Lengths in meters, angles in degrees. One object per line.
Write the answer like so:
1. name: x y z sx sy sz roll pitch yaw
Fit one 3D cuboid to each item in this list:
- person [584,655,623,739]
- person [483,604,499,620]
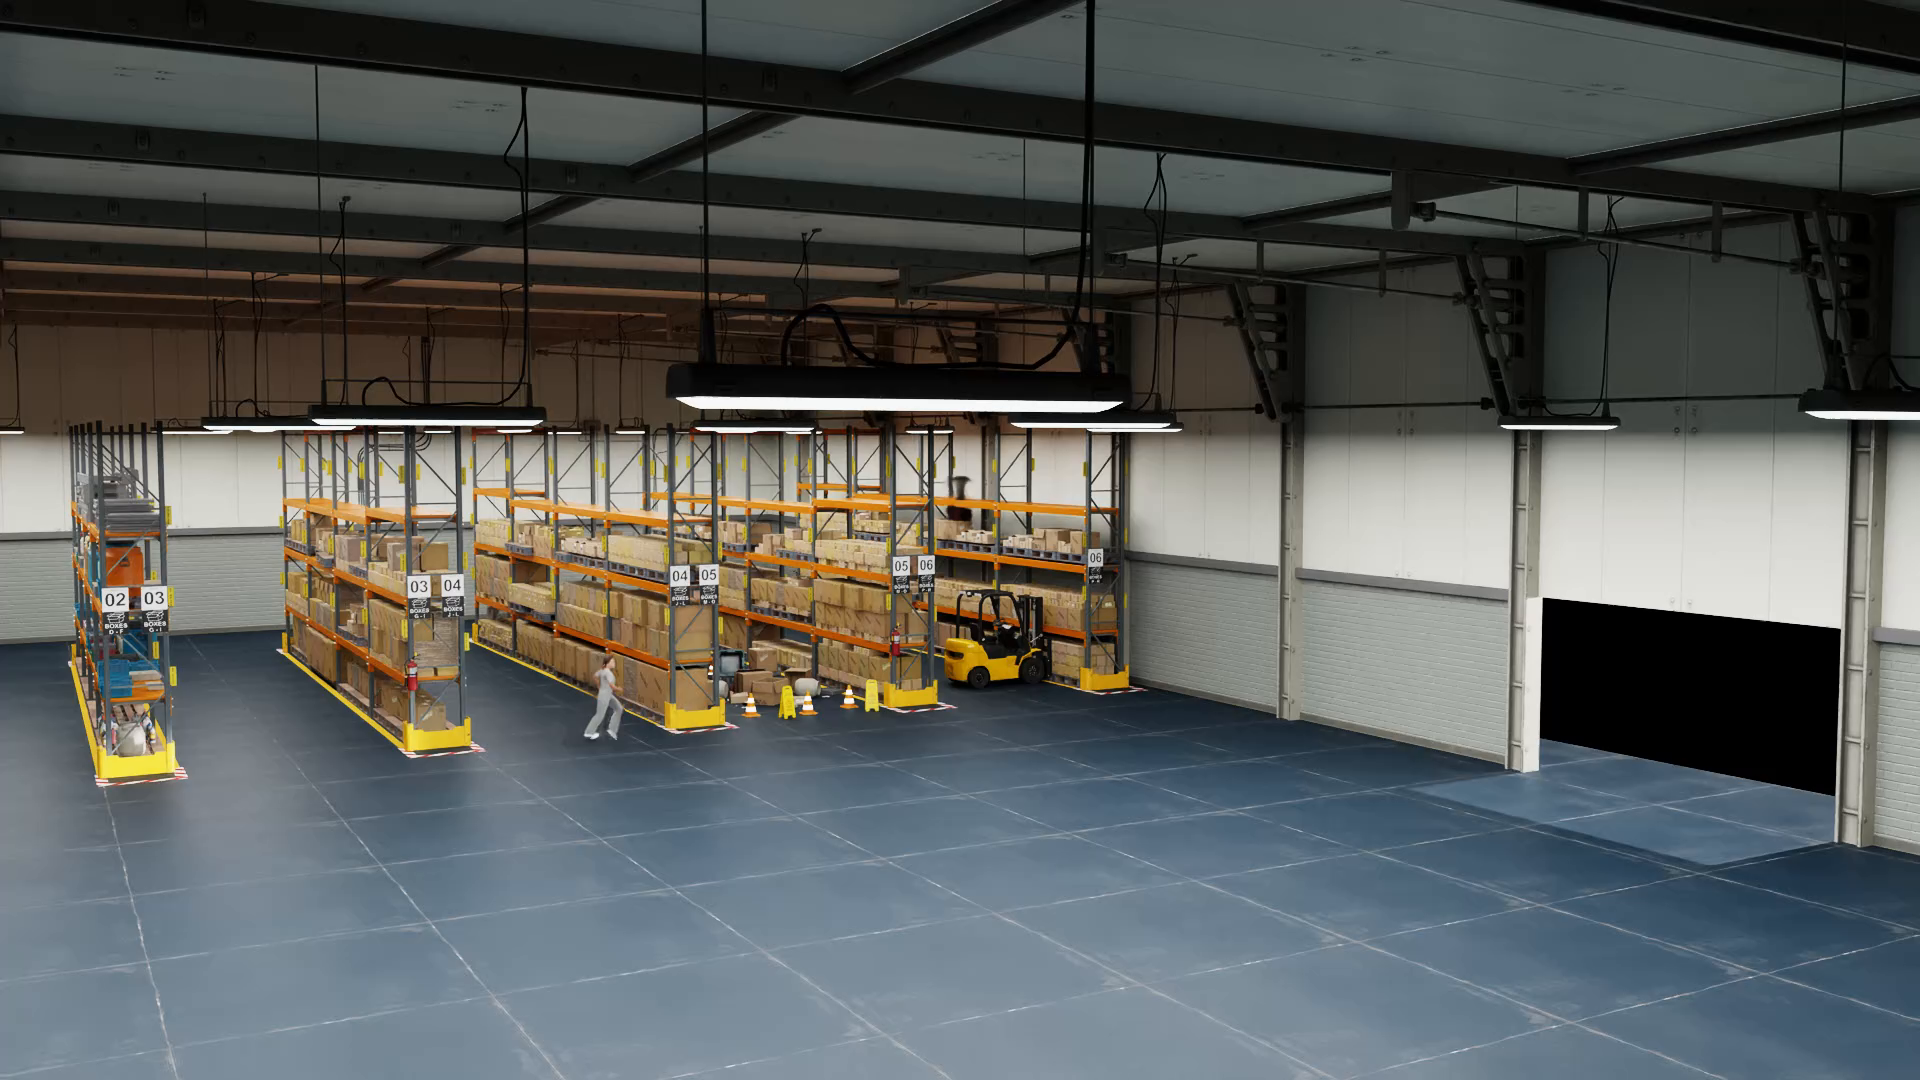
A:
1. person: -6.706 2.989 31.244 0.737 1.665 0.627 -1 4 -10
2. person: -13.613 1.903 48.551 0.657 1.670 0.680 1 4 20
